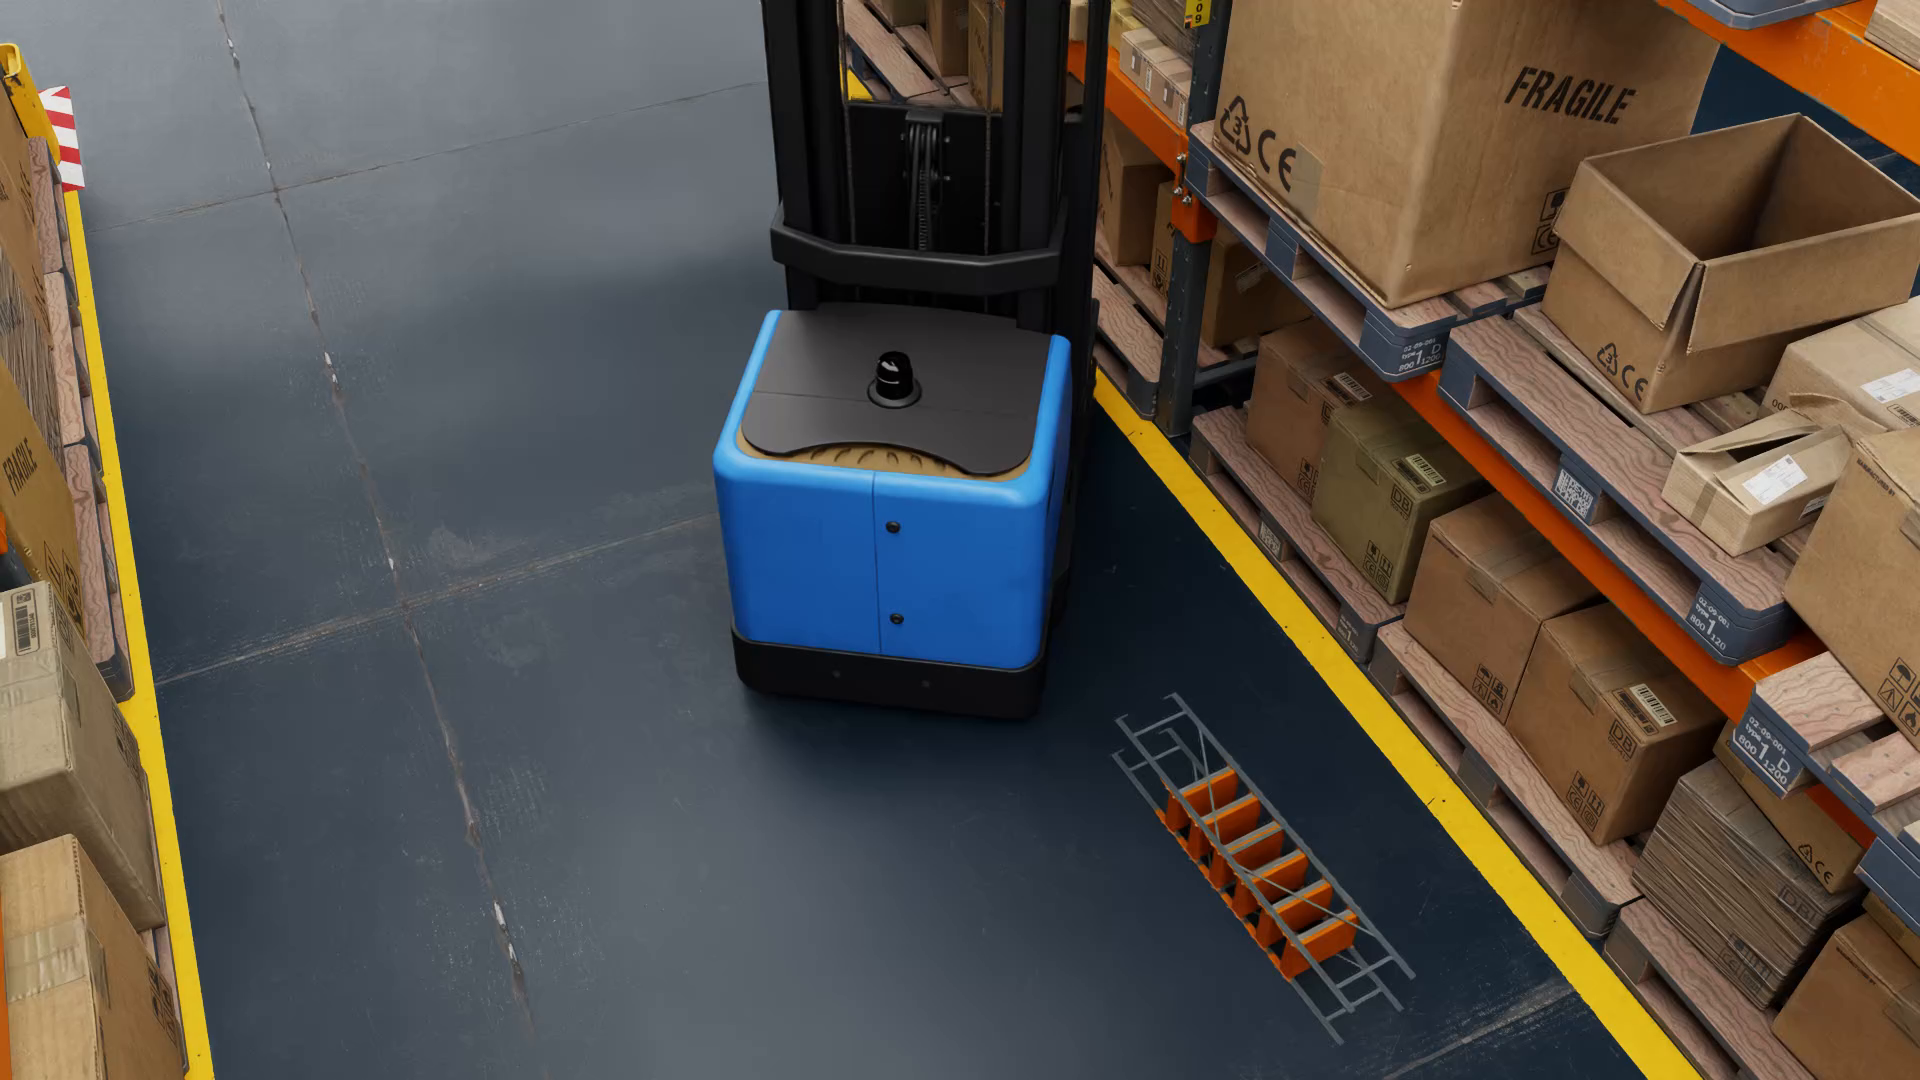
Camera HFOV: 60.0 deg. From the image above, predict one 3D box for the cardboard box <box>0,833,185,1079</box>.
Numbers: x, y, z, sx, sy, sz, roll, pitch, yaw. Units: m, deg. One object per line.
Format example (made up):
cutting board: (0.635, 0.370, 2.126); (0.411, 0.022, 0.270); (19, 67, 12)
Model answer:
cardboard box: (-2.534, 1.384, 4.015); (1.050, 0.750, 0.750); (-18, 47, -17)

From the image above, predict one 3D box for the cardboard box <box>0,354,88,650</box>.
cardboard box: (-3.480, -0.067, 5.396); (0.875, 0.875, 0.875); (-17, 47, -17)

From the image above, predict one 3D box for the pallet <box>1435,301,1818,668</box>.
pallet: (2.076, -0.285, 4.540); (1.003, 0.211, 1.213); (-18, 47, -17)

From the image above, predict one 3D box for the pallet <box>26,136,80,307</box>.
pallet: (-4.554, -1.323, 7.440); (1.003, 0.211, 1.213); (-18, 47, -17)

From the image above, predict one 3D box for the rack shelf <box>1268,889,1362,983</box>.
rack shelf: (1.054, 1.171, 4.926); (0.258, 0.180, 0.103); (-22, 49, -20)

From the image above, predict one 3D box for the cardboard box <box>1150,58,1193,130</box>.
cardboard box: (0.907, -1.614, 5.929); (0.380, 0.149, 0.250); (-18, 47, -17)

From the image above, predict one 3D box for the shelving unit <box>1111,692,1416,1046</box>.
shelving unit: (0.899, 0.977, 5.120); (0.258, 0.189, 1.200); (-22, 49, -20)

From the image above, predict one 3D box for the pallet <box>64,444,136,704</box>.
pallet: (-3.528, 0.232, 5.864); (1.003, 0.211, 1.213); (-18, 47, -17)

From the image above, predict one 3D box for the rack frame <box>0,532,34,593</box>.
rack frame: (-3.279, -0.253, 4.370); (1.000, 3.000, 0.127); (-18, 47, -17)

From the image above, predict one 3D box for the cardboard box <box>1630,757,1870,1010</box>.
cardboard box: (2.401, 0.859, 4.711); (0.700, 0.500, 0.500); (-22, 49, -21)

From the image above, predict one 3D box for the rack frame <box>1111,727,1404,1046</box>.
rack frame: (0.899, 1.042, 5.185); (0.240, 0.006, 1.200); (-22, 49, -20)

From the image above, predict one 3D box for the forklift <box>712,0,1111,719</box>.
forklift: (-0.040, -1.491, 5.674); (1.130, 2.935, 3.031); (6, 45, 6)

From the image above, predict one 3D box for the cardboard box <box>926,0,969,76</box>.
cardboard box: (0.112, -2.688, 8.319); (0.500, 0.500, 0.500); (-7, 45, -7)

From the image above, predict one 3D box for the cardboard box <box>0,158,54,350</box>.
cardboard box: (-4.244, -1.222, 6.567); (0.875, 0.875, 0.875); (-19, 48, -18)

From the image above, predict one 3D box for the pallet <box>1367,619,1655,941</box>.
pallet: (2.109, 0.614, 5.477); (1.003, 0.211, 1.213); (-18, 47, -17)

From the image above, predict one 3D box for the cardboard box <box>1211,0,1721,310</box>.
cardboard box: (1.471, -1.468, 4.876); (1.000, 1.000, 1.000); (-18, 47, -17)

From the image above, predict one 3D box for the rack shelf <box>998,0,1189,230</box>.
rack shelf: (0.423, -2.671, 7.334); (1.077, 0.370, 4.000); (-18, 47, -17)

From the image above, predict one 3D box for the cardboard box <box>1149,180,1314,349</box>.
cardboard box: (1.132, -1.179, 6.790); (0.500, 0.500, 0.500); (-19, 48, -19)

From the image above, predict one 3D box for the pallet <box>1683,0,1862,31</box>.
pallet: (1.866, -1.569, 3.702); (1.213, 0.211, 1.003); (-18, 47, -17)

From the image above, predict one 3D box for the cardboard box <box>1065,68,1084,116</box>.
cardboard box: (0.552, -1.915, 7.535); (0.500, 0.500, 0.500); (-22, 49, -21)

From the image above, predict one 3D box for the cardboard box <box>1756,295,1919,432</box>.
cardboard box: (2.450, -0.336, 4.263); (0.500, 0.250, 0.500); (-19, 48, -19)

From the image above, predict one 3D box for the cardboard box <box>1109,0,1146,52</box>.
cardboard box: (0.760, -1.953, 6.272); (0.380, 0.149, 0.250); (-18, 47, -17)

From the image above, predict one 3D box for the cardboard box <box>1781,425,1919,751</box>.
cardboard box: (2.357, 0.053, 3.691); (0.700, 0.500, 0.500); (-12, 46, -12)

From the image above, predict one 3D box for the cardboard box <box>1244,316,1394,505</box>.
cardboard box: (1.503, -0.522, 6.110); (0.700, 0.500, 0.500); (-22, 49, -20)

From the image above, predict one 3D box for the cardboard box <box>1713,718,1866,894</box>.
cardboard box: (2.405, 0.609, 4.429); (0.500, 0.250, 0.500); (-13, 46, -13)

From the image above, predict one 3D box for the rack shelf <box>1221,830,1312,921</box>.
rack shelf: (0.936, 1.023, 5.074); (0.258, 0.180, 0.103); (-22, 49, -20)

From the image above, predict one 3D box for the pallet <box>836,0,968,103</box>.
pallet: (-0.076, -2.633, 8.768); (1.003, 0.211, 1.213); (-18, 47, -17)

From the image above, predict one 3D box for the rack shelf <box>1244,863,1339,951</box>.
rack shelf: (0.995, 1.097, 5.000); (0.258, 0.180, 0.103); (-22, 49, -20)

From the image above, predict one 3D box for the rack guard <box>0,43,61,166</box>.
rack guard: (-4.971, -1.927, 7.847); (1.175, 0.500, 0.348); (-18, 47, -17)

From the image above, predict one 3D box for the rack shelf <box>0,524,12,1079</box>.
rack shelf: (-2.438, 1.278, 3.331); (1.077, 0.370, 4.000); (-18, 47, -17)

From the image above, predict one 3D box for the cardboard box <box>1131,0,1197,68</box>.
cardboard box: (1.131, -2.099, 5.959); (0.875, 0.500, 0.500); (-18, 47, -17)

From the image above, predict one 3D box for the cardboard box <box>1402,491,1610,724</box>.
cardboard box: (1.922, 0.144, 5.435); (0.700, 0.500, 0.500); (-22, 49, -21)

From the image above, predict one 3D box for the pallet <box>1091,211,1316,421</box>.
pallet: (0.949, -1.078, 7.192); (1.003, 0.211, 1.213); (-18, 47, -17)
